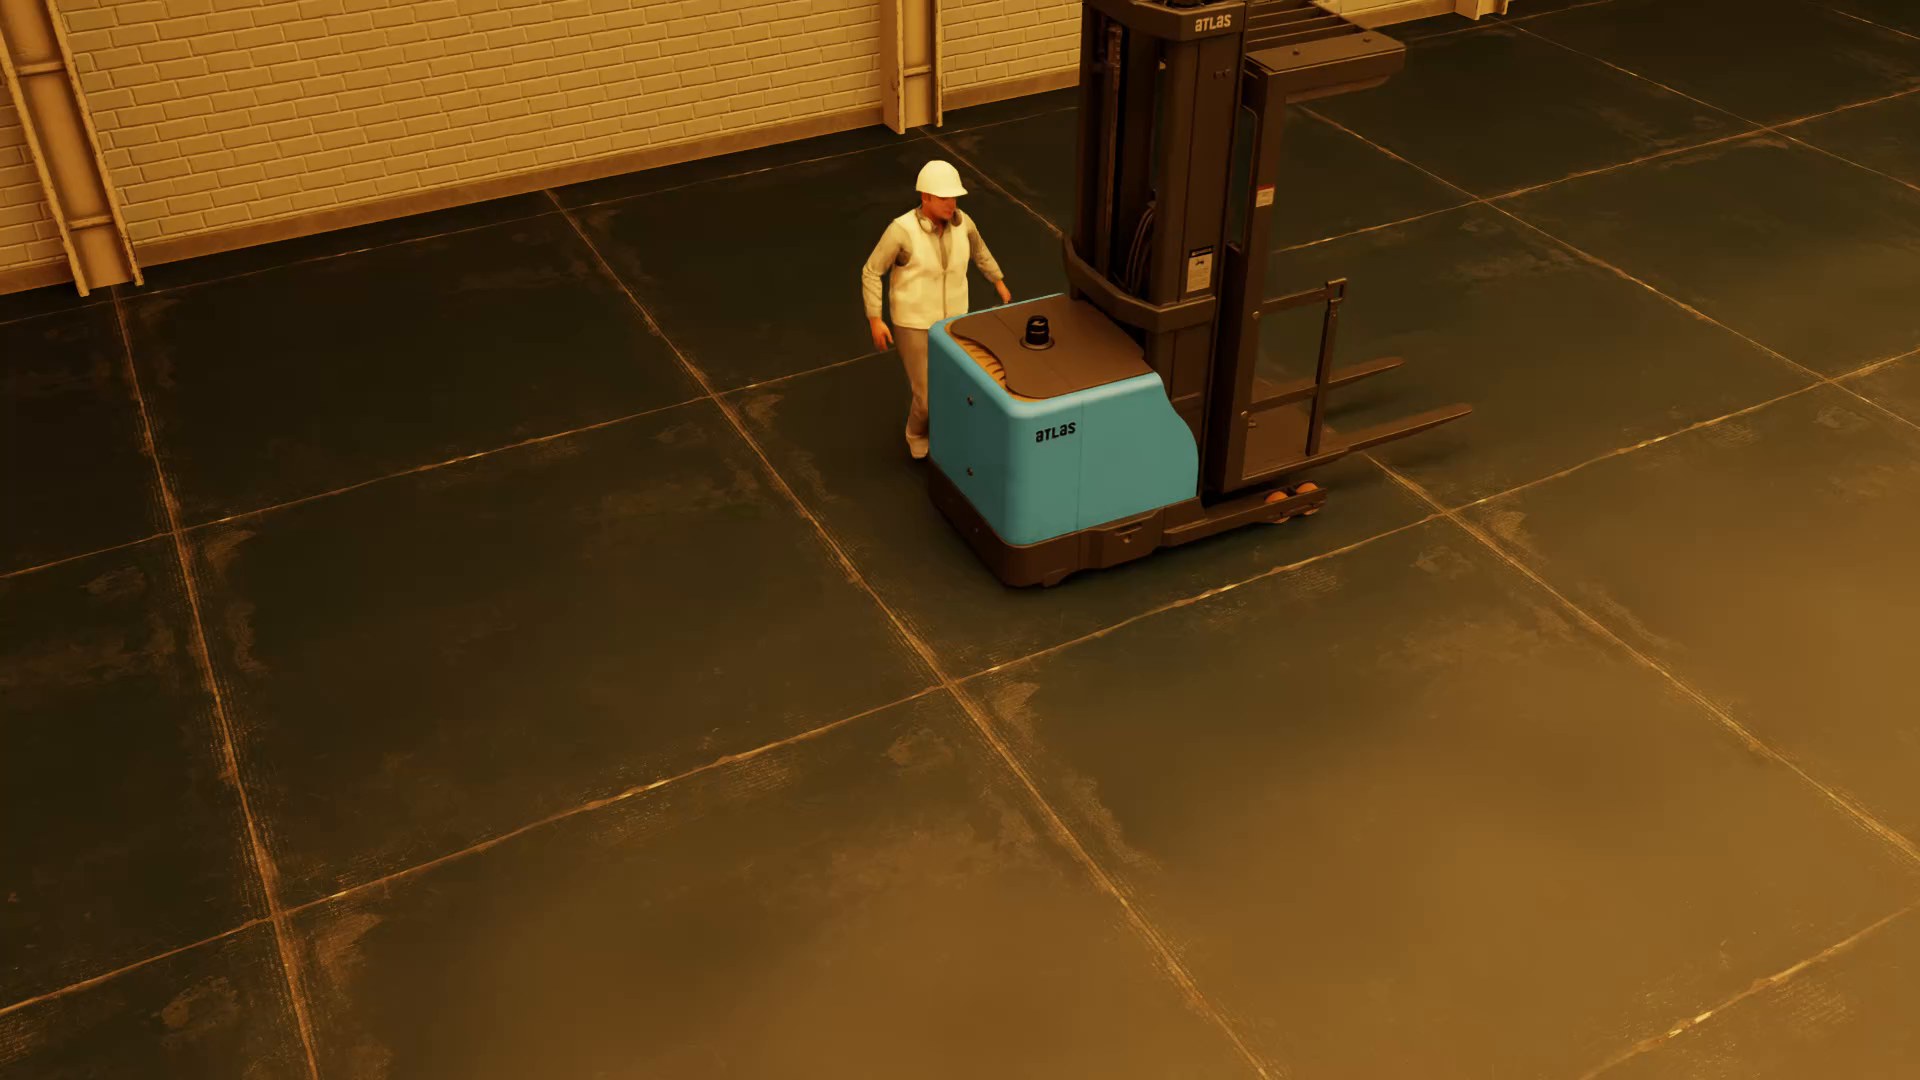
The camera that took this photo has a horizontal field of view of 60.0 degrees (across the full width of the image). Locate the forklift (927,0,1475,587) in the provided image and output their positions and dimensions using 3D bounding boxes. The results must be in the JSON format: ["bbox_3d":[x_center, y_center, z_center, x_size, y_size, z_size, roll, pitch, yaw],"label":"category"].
[{"bbox_3d":[1.379,-1.541,8.303,3.031,2.935,1.130,-16,38,-21],"label":"forklift"}]

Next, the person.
[{"bbox_3d":[-0.088,-1.163,8.842,0.873,1.735,0.577,-19,40,-25],"label":"person"}]
